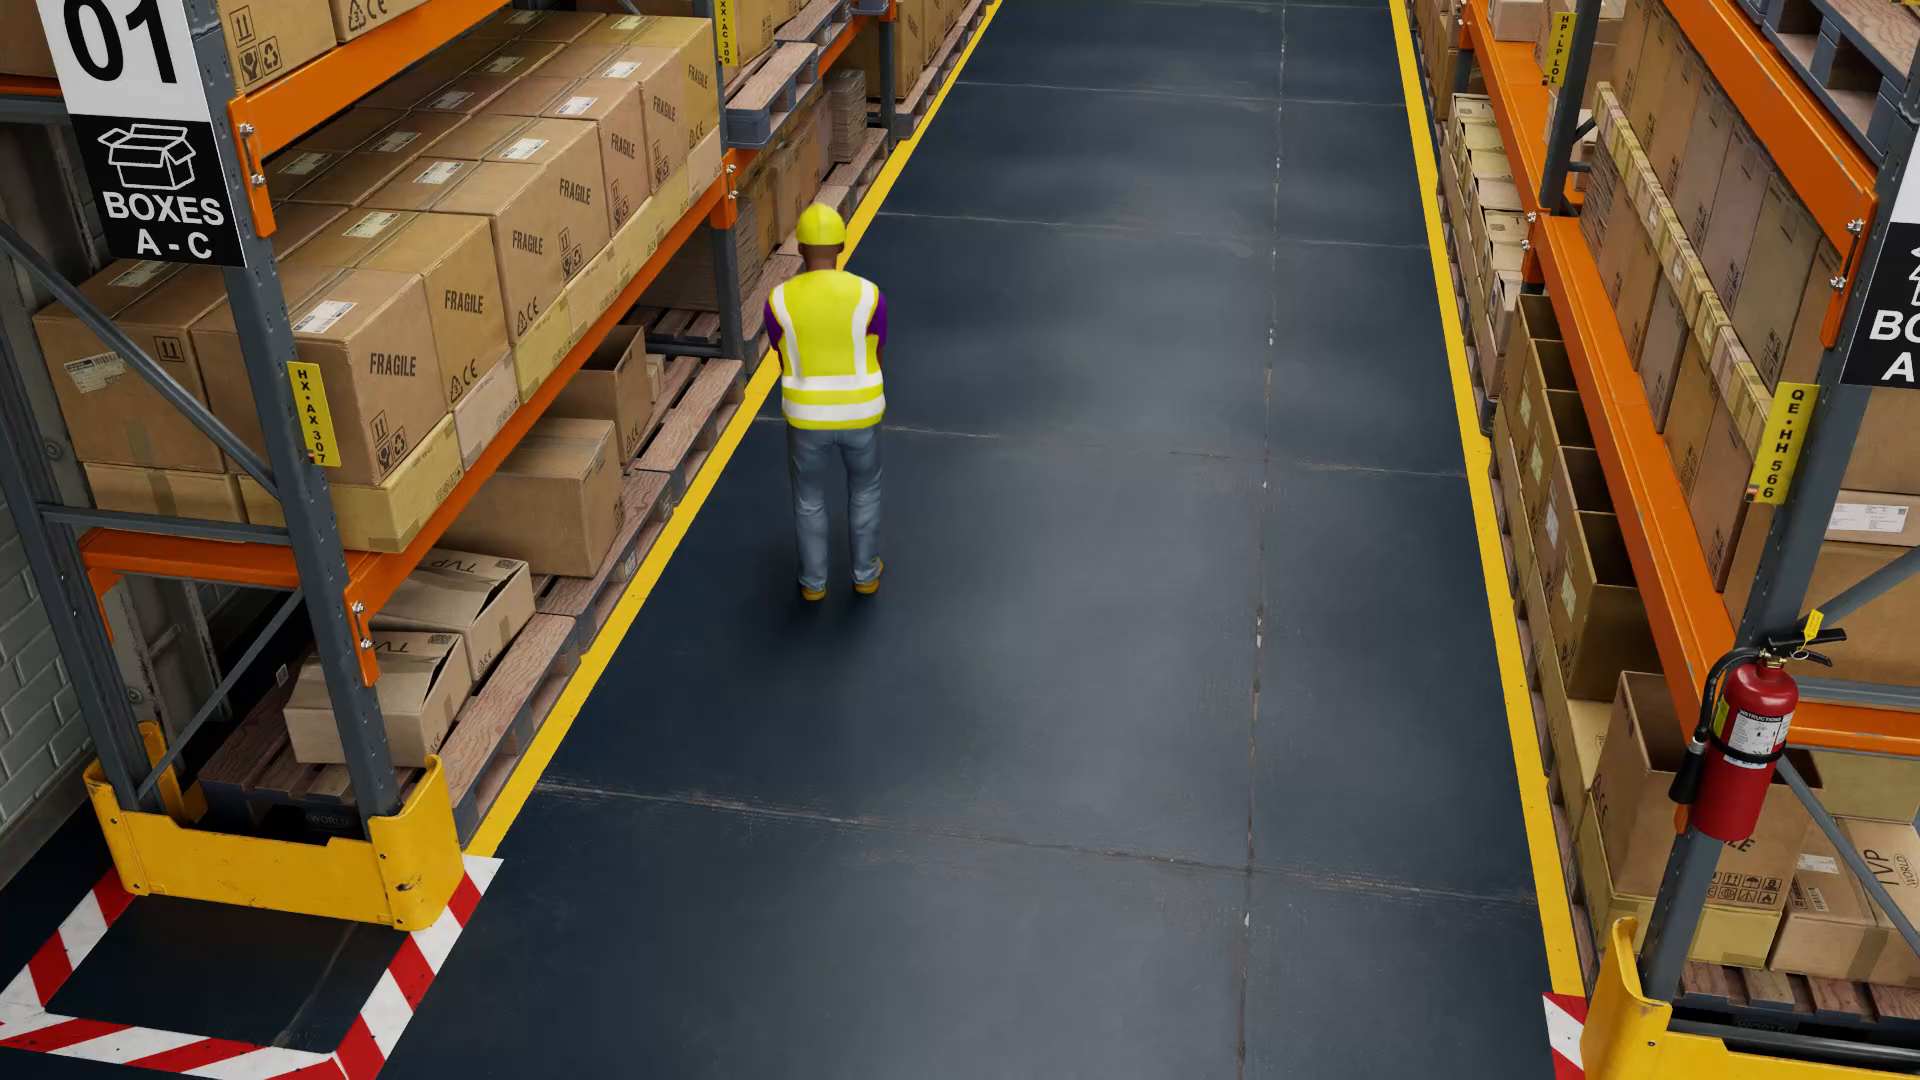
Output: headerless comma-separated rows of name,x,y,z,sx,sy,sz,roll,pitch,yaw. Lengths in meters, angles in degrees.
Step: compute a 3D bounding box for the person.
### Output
person,-0.552,-0.584,7.059,0.501,1.746,0.597,-2,32,-4
